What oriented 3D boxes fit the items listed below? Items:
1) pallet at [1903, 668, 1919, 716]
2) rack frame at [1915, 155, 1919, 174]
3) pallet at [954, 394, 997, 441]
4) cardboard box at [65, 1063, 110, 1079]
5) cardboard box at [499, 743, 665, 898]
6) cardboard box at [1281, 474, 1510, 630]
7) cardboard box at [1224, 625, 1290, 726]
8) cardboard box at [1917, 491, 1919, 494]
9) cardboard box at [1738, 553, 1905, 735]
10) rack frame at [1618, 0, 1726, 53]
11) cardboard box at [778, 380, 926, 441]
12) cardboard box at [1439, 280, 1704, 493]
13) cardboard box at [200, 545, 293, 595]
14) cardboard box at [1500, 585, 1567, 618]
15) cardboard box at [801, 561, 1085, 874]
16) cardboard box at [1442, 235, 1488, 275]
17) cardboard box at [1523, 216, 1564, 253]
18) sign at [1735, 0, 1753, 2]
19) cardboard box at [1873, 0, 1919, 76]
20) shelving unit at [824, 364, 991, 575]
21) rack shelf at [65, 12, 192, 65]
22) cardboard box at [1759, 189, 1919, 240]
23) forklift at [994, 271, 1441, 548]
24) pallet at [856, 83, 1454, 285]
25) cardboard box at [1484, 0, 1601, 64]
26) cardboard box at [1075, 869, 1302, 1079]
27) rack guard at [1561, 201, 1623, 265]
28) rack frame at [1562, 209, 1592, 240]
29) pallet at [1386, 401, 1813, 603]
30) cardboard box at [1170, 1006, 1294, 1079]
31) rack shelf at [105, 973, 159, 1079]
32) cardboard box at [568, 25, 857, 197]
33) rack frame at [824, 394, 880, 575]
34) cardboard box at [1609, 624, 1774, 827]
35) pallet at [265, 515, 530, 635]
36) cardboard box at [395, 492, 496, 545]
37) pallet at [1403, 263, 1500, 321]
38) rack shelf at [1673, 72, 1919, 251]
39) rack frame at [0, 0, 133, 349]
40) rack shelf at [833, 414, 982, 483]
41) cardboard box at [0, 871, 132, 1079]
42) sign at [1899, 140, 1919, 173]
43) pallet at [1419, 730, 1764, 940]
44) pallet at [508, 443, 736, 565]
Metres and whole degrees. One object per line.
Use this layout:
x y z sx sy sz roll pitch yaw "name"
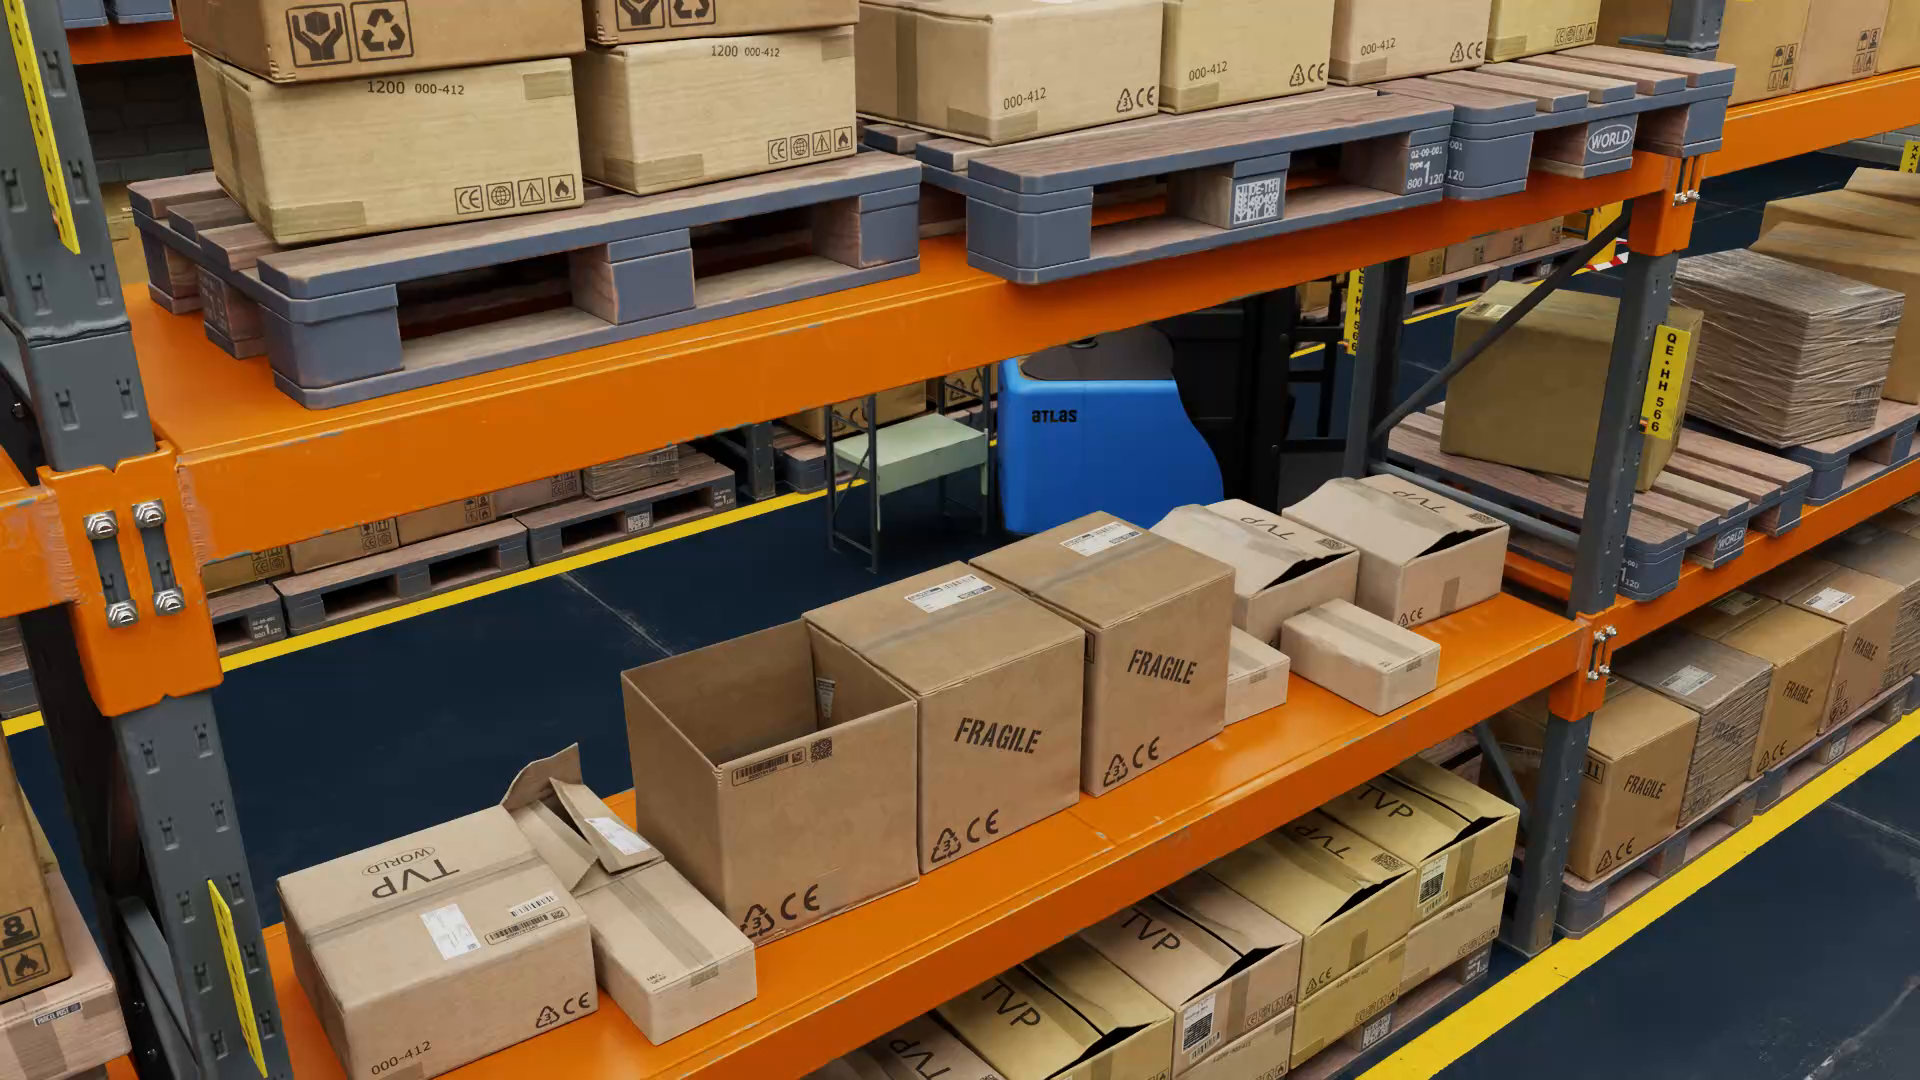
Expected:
4.211 0.341 7.765 1.213 0.211 1.003 -18 31 -34 "pallet"
4.828 -1.148 7.660 0.127 3.000 1.000 -18 31 -34 "rack frame"
0.247 -0.979 10.608 1.213 0.211 1.003 -18 31 -34 "pallet"
-1.813 1.002 2.908 0.500 0.500 0.700 -19 31 -35 "cardboard box"
-0.889 0.702 3.834 0.258 0.266 0.396 -19 31 -35 "cardboard box"
1.367 0.012 5.267 0.500 0.311 0.500 -16 29 -31 "cardboard box"
0.711 0.355 4.720 0.250 0.149 0.380 -16 29 -30 "cardboard box"
4.616 0.010 7.613 0.500 0.500 0.500 -18 31 -34 "cardboard box"
3.428 0.398 6.775 0.500 0.500 0.500 -19 31 -36 "cardboard box"
1.680 -2.830 4.158 0.127 3.000 1.000 -18 31 -34 "rack frame"
-0.720 -1.112 9.637 0.750 0.750 0.750 -19 31 -35 "cardboard box"
2.106 -0.545 5.745 0.700 0.500 0.500 15 29 29 "cardboard box"
-3.583 -0.123 7.899 0.500 0.500 0.700 -19 31 -35 "cardboard box"
2.313 0.149 6.422 0.500 0.250 0.500 -17 30 -32 "cardboard box"
-0.044 0.424 4.155 0.500 0.500 0.500 -18 30 -34 "cardboard box"
3.638 -2.408 12.845 0.500 0.500 0.700 -19 31 -36 "cardboard box"
4.427 -2.669 13.407 0.500 0.500 0.700 -18 31 -34 "cardboard box"
2.016 -1.554 4.263 0.005 0.325 0.100 -18 31 -34 "sign"
2.813 -1.907 5.613 0.500 0.500 0.910 -18 31 -34 "cardboard box"
-0.262 -0.669 8.410 0.755 1.500 0.431 -19 31 -36 "shelving unit"
-2.953 -2.264 7.355 4.000 0.370 1.077 -18 31 -34 "rack shelf"
3.815 -1.135 7.015 0.500 0.500 0.700 -13 28 -26 "cardboard box"
1.712 -1.282 8.107 3.031 2.867 1.129 -1 25 -2 "forklift"
0.323 -0.886 3.758 1.213 0.211 1.003 -17 30 -32 "pallet"
1.358 -1.455 4.439 0.500 0.250 0.500 -21 32 -38 "cardboard box"
0.616 1.179 4.748 0.500 0.311 0.500 -18 31 -34 "cardboard box"
4.935 -2.699 13.972 0.348 0.500 1.175 -18 31 -34 "rack guard"
4.916 -3.827 13.433 0.127 3.000 1.000 -18 31 -34 "rack frame"
2.170 -0.221 5.891 1.003 0.211 1.213 -18 31 -34 "pallet"
0.616 1.430 4.873 0.500 0.250 0.500 -17 30 -33 "cardboard box"
-3.041 1.776 2.214 4.000 0.370 1.077 -18 31 -34 "rack shelf"
-0.546 -0.853 3.141 0.500 0.250 0.500 -22 33 -39 "cardboard box"
-0.542 -0.570 8.197 0.023 1.500 0.400 -19 31 -36 "rack frame"
2.623 0.664 6.203 0.500 0.500 0.500 -20 31 -36 "cardboard box"
-2.955 0.034 8.426 1.213 0.211 1.003 -18 31 -34 "pallet"
-2.765 -0.376 8.445 0.500 0.500 0.700 -18 31 -34 "cardboard box"
3.376 -2.013 12.837 1.213 0.211 1.003 -18 31 -34 "pallet"
3.254 -1.663 6.061 4.000 0.370 1.077 -18 31 -34 "rack shelf"
-1.468 -1.791 1.919 0.127 3.000 1.000 -18 31 -34 "rack frame"
-0.262 -0.462 8.506 0.686 0.124 0.368 -19 31 -36 "rack shelf"
-1.549 0.732 2.719 0.250 0.149 0.380 -18 31 -34 "cardboard box"
4.487 -1.718 7.861 0.005 0.325 0.100 -18 31 -34 "sign"
2.291 0.975 6.399 1.213 0.211 1.003 -18 31 -34 "pallet"
-1.995 -0.281 9.106 1.213 0.211 1.003 -18 31 -34 "pallet"
